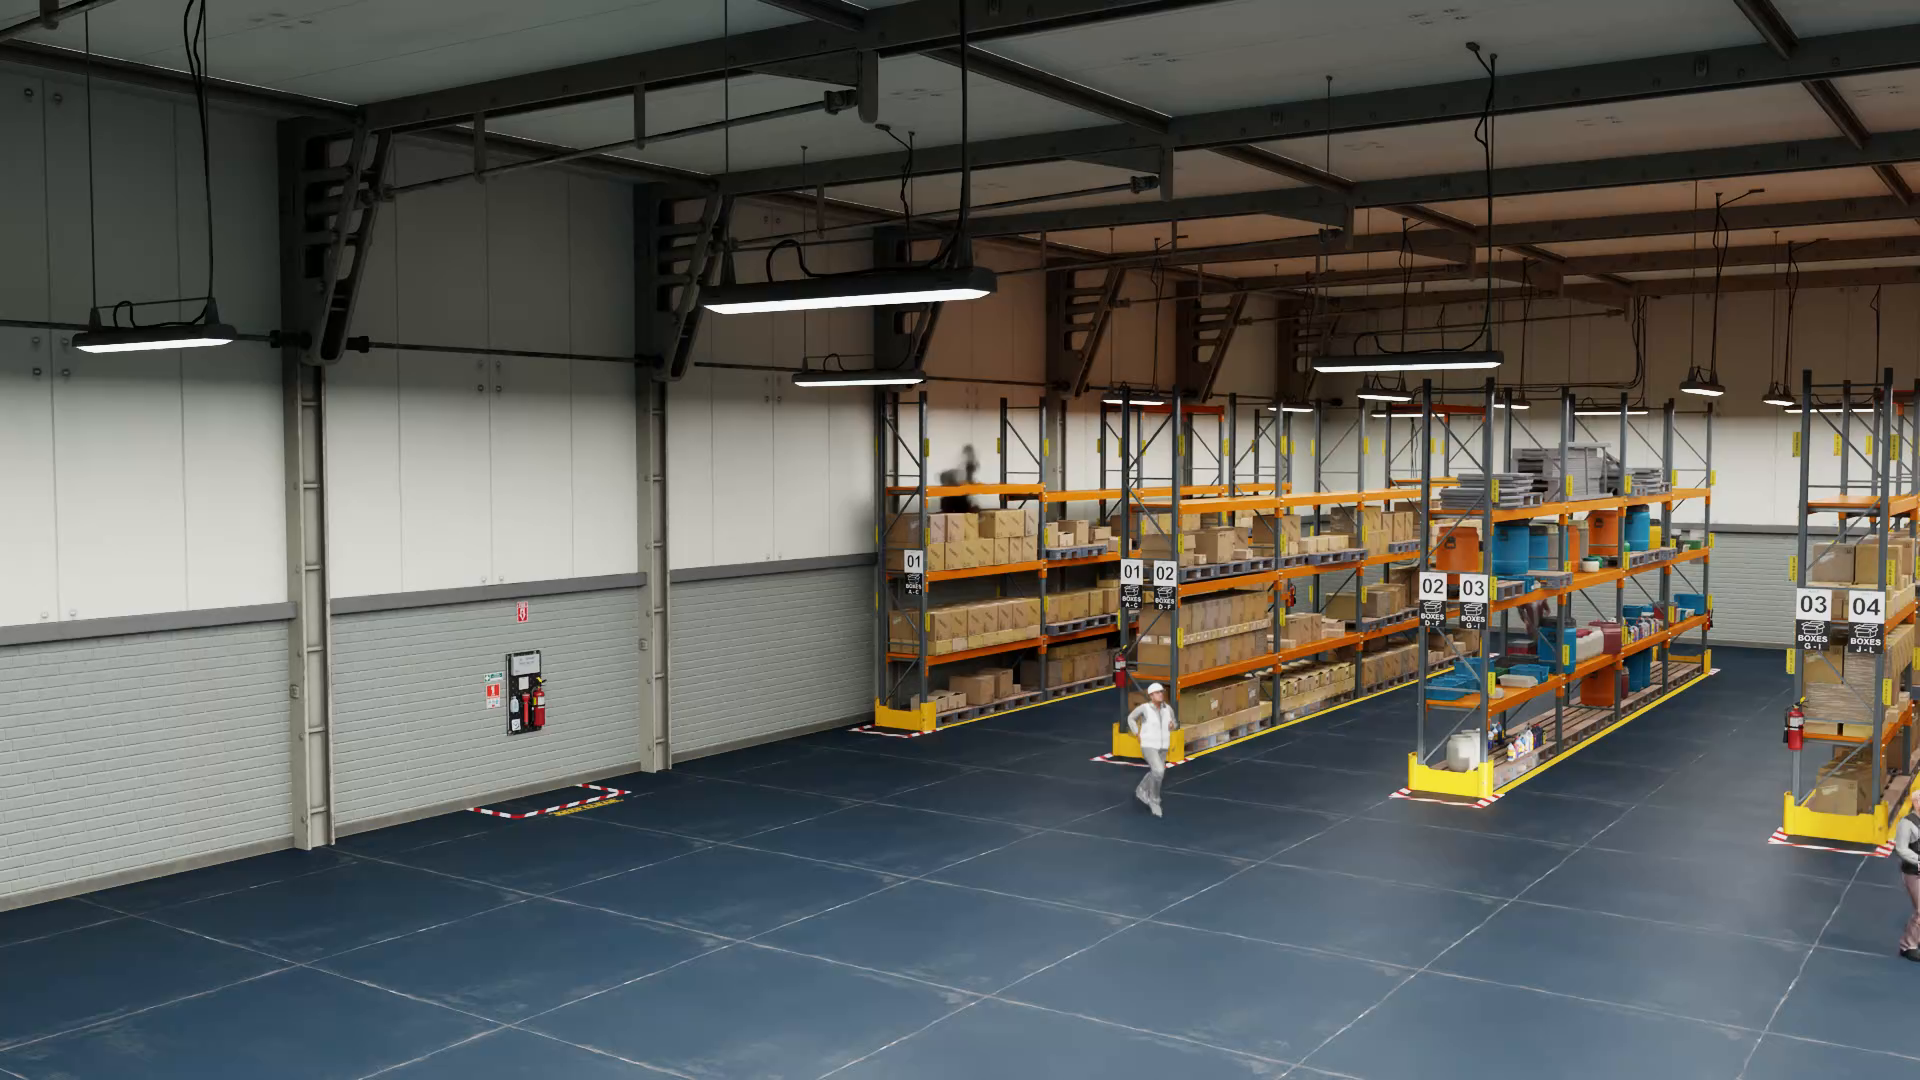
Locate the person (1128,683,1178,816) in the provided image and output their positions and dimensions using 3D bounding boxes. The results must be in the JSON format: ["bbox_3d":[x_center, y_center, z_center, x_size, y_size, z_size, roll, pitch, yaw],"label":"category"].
[{"bbox_3d":[2.669,2.864,22.916,0.635,1.820,0.795,-2,4,-29],"label":"person"}]

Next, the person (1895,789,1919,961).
[{"bbox_3d":[9.415,3.262,16.159,0.672,1.680,0.551,-1,3,-18],"label":"person"}]

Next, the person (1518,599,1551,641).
[{"bbox_3d":[13.366,1.980,38.699,0.725,1.738,0.871,1,3,12],"label":"person"}]
